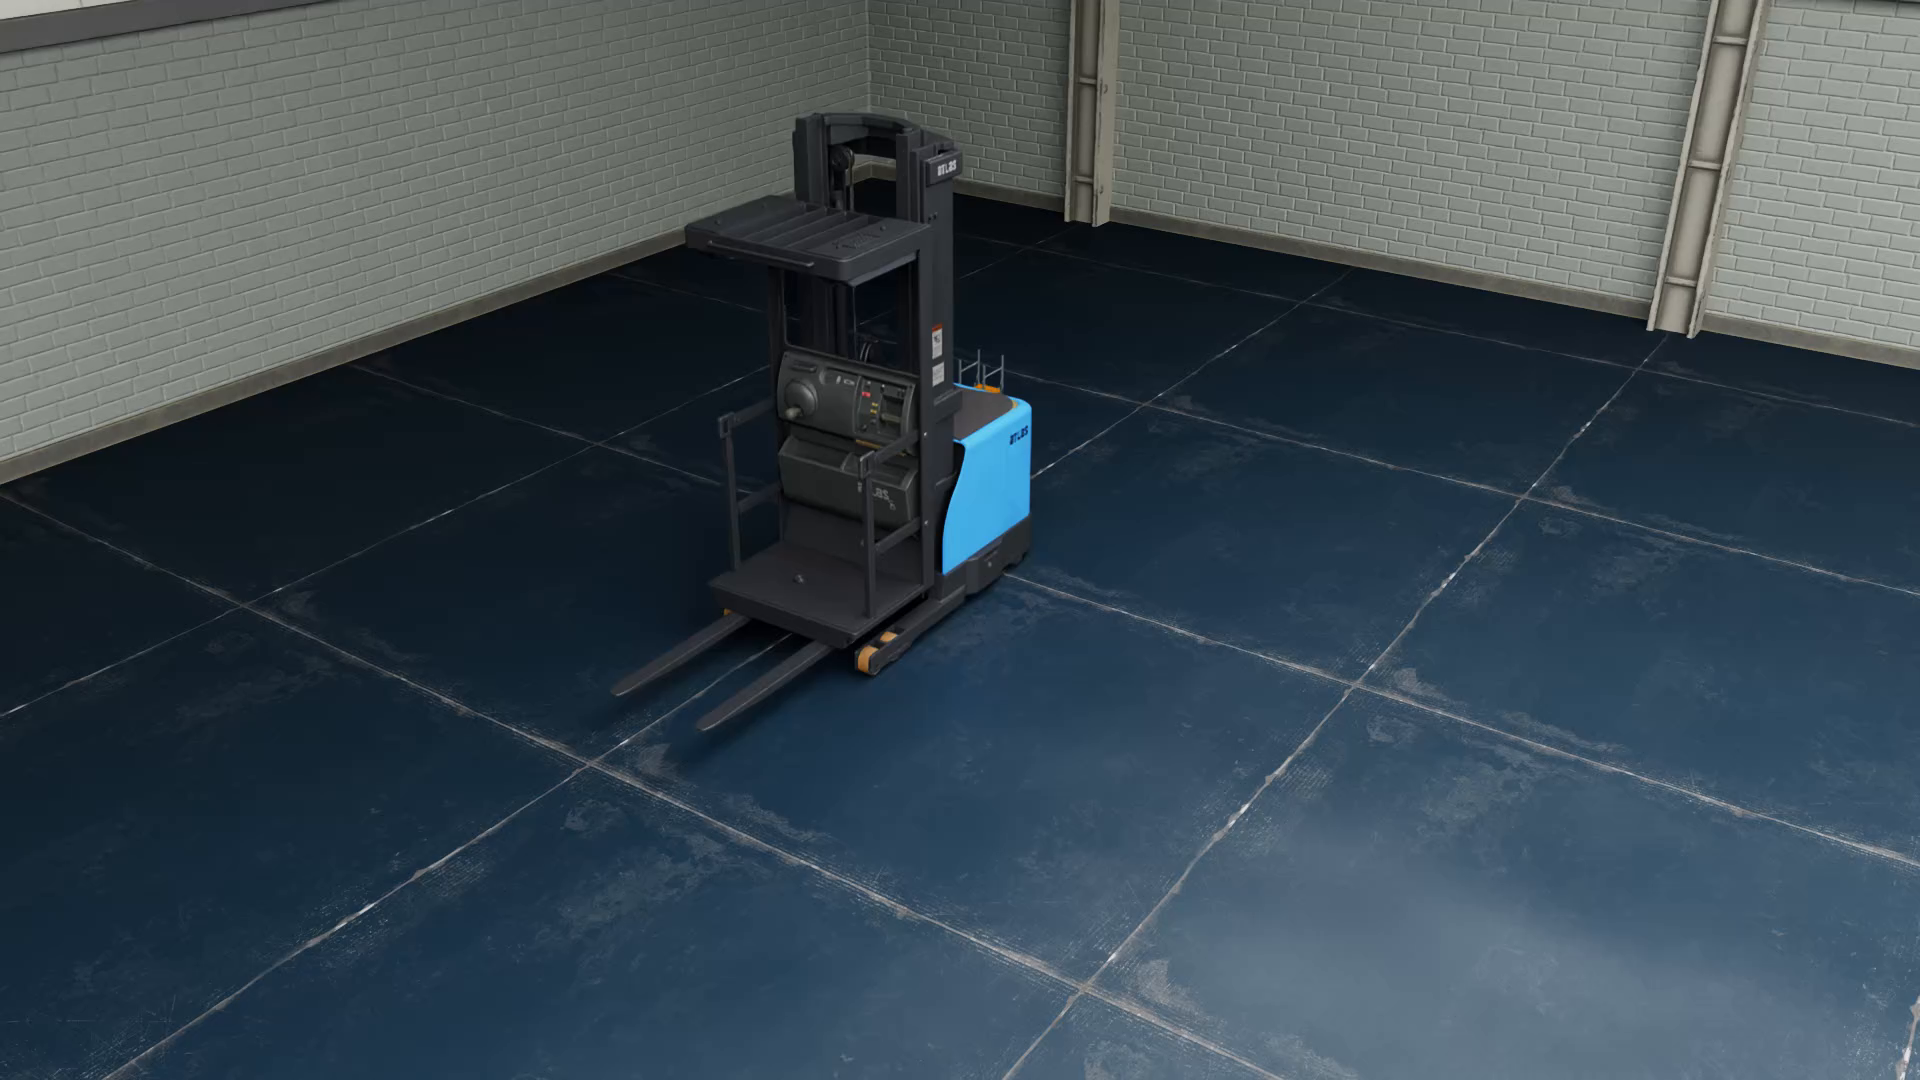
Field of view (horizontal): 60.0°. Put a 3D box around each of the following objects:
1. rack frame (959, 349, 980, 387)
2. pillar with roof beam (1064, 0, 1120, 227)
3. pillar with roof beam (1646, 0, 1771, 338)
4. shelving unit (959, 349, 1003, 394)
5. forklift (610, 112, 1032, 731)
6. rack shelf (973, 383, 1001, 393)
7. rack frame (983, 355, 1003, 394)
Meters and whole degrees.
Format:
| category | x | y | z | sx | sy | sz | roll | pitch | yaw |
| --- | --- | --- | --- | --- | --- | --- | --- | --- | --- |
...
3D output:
| category | x | y | z | sx | sy | sz | roll | pitch | yaw |
| --- | --- | --- | --- | --- | --- | --- | --- | --- | --- |
| rack frame | 0.059 | -0.662 | 11.001 | 0.006 | 1.200 | 0.240 | 17 | 31 | 29 |
| pillar with roof beam | -1.083 | -5.803 | 12.505 | 0.400 | 9.000 | 9.100 | 17 | 32 | 30 |
| pillar with roof beam | 3.863 | -4.262 | 9.478 | 0.400 | 9.000 | 9.100 | 17 | 32 | 30 |
| shelving unit | 0.136 | -0.639 | 10.956 | 0.189 | 1.200 | 0.258 | 17 | 31 | 29 |
| forklift | -0.770 | -0.778 | 9.320 | 1.130 | 2.935 | 3.031 | 17 | 31 | 29 |
| rack shelf | 0.136 | -0.920 | 10.813 | 0.180 | 0.103 | 0.258 | 17 | 31 | 29 |
| rack frame | 0.212 | -0.616 | 10.911 | 0.006 | 1.200 | 0.240 | 17 | 31 | 29 |
